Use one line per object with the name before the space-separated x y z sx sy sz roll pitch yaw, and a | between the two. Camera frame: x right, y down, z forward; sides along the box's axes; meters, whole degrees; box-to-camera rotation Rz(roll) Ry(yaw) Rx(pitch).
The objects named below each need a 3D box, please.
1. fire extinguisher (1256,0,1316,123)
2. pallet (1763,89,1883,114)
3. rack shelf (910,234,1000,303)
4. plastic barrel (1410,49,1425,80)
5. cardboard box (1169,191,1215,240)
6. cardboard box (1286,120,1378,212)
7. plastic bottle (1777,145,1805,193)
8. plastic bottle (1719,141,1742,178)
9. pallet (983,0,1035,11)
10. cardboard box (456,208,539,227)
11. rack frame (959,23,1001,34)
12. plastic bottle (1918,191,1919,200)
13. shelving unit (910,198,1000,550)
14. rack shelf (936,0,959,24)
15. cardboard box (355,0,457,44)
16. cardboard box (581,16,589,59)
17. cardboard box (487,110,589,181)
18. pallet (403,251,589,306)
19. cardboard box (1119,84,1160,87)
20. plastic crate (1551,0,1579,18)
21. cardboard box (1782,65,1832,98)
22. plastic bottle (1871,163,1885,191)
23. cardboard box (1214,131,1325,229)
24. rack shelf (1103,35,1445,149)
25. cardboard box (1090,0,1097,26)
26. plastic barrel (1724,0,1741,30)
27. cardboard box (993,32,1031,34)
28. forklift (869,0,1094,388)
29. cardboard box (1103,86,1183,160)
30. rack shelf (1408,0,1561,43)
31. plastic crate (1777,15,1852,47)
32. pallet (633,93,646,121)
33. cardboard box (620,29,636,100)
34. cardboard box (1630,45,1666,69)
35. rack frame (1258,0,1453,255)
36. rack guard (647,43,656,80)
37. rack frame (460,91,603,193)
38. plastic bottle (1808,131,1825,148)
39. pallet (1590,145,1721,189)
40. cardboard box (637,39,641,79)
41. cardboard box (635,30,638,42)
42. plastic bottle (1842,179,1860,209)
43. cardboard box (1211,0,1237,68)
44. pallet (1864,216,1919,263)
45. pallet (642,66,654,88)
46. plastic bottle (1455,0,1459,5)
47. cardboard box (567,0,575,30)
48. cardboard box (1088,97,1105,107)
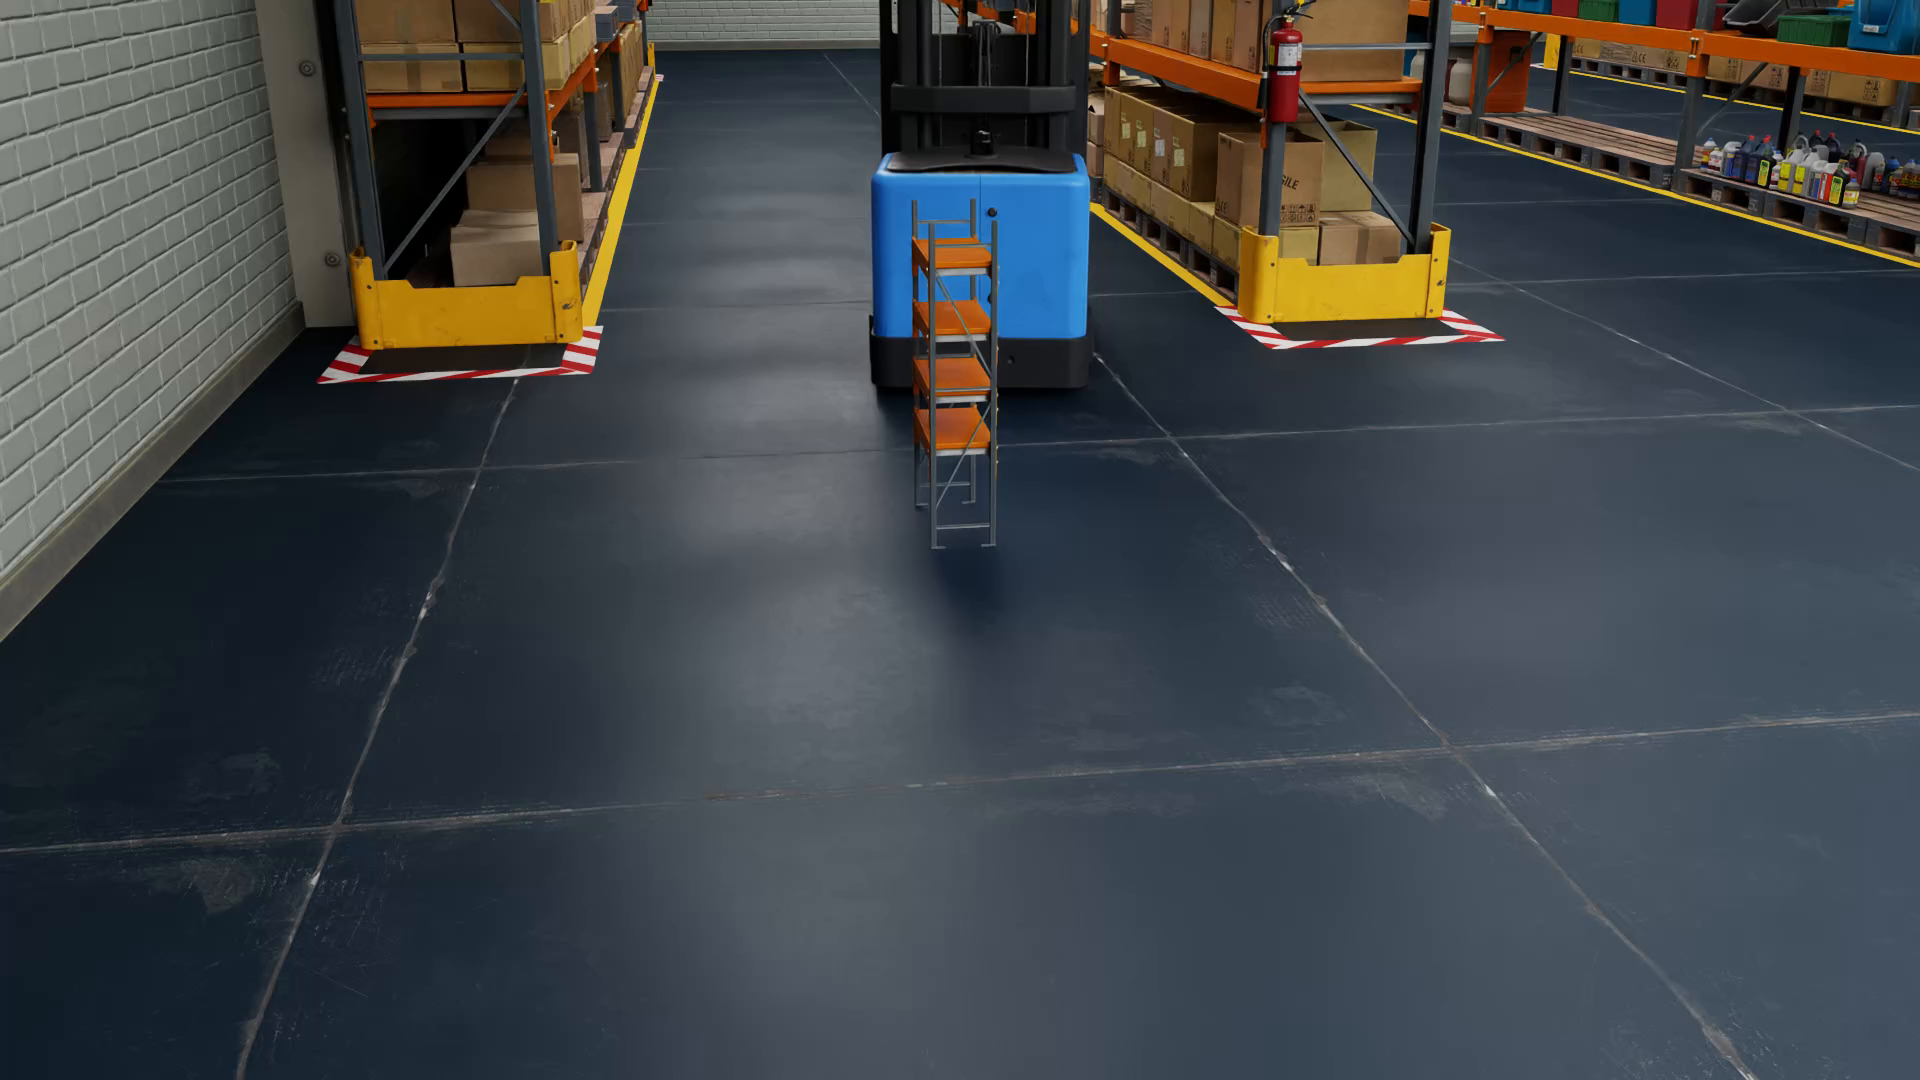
fire extinguisher | 1.784 -2.641 9.112 0.296 0.674 0.183 -3 21 -8
pallet | 10.665 -5.402 20.378 1.003 0.211 1.213 -3 21 -8
rack shelf | -0.024 -0.988 6.022 0.258 0.148 0.480 -3 21 -8
plastic barrel | 5.555 -5.542 19.723 0.421 0.512 0.421 0 20 0
cardboard box | 1.699 -2.167 11.061 0.500 0.250 0.500 -3 21 -8
cardboard box | 2.295 -2.372 10.537 0.500 0.500 0.500 -3 21 -8
plastic bottle | 6.346 -2.828 12.657 0.144 0.351 0.185 -3 21 -8
plastic bottle | 6.238 -3.063 13.393 0.152 0.276 0.135 -2 21 -6
pallet | 0.906 -5.653 17.339 1.213 0.211 1.003 -3 21 -8
cardboard box | -2.768 -1.879 10.174 0.500 0.311 0.500 -1 21 -3
rack frame | 0.497 -6.897 20.395 1.000 3.000 0.127 -3 21 -8
plastic bottle | 7.161 -2.647 12.269 0.061 0.283 0.133 -3 21 -7
shelving unit | -0.024 -0.619 6.160 0.258 1.200 0.503 -3 21 -8
rack shelf | 0.208 -7.252 22.375 1.077 0.370 4.000 -3 21 -8
cardboard box | -2.953 -2.934 8.898 0.500 0.500 0.500 -3 21 -8
cardboard box | -2.732 -3.320 11.004 0.500 0.250 0.500 -3 21 -8
cardboard box | -3.374 -3.165 13.347 0.700 0.500 0.500 -2 21 -6
pallet | -2.768 -1.494 9.914 1.003 0.211 1.213 -3 21 -8
cardboard box | 1.614 -3.986 15.130 0.500 0.311 0.500 -2 21 -6
plastic crate | 5.905 -5.215 15.802 0.402 0.464 0.583 -3 21 -8
cardboard box | 10.677 -5.761 19.789 1.225 0.875 0.875 -3 21 -8
plastic bottle | 7.068 -2.788 12.764 0.097 0.201 0.097 0 20 0
cardboard box | 1.855 -2.173 10.004 0.500 0.500 0.500 -3 21 -8
rack shelf | 1.938 -3.098 11.251 1.077 0.370 4.000 -3 21 -8
cardboard box | 1.407 -4.796 14.628 0.500 0.500 0.500 -3 21 -8
plastic barrel | 6.796 -4.759 13.955 0.600 0.901 0.708 -3 21 -8
cardboard box | 0.542 -5.584 18.751 0.500 0.250 0.500 -3 21 -9
forklift | 0.136 -2.564 8.891 1.130 2.935 3.031 1 20 2
cardboard box | 1.407 -3.211 12.783 0.500 0.500 0.500 -3 21 -8
rack shelf | 5.687 -6.116 19.332 1.077 0.370 4.000 -3 21 -8
plastic crate | 6.468 -3.792 12.385 0.450 0.188 0.662 -3 21 -8
pallet | -4.219 -5.076 19.505 1.003 0.211 1.213 -3 21 -8
cardboard box | -4.051 -5.309 18.616 0.750 0.750 0.750 -2 21 -6
cardboard box | 10.154 -7.141 23.484 0.875 0.875 0.875 -3 21 -8
rack frame | 2.226 -2.742 9.271 1.000 3.000 0.127 -3 21 -8
rack guard | -4.985 -6.868 23.890 1.175 0.500 0.348 -3 21 -8
rack frame | -3.252 -3.876 12.306 1.000 3.000 0.127 -3 21 -8
plastic bottle | 6.930 -3.132 13.473 0.144 0.351 0.185 -3 21 -9
pallet | 6.400 -3.339 14.855 1.003 0.211 1.213 -3 21 -8
cardboard box | -4.552 -6.287 21.736 0.700 0.500 0.500 -2 21 -6
cardboard box | -4.280 -6.367 21.022 0.380 0.149 0.250 -2 21 -6
plastic bottle | 6.430 -2.500 11.992 0.097 0.201 0.097 0 20 0
cardboard box | 2.025 -3.305 10.635 0.700 0.500 0.500 -3 21 -7
pallet | 6.959 -1.990 11.242 1.003 0.211 1.213 -3 21 -8
pallet | -4.789 -6.451 23.188 1.003 0.211 1.213 -3 21 -8
plastic bottle | 5.449 -5.940 18.118 0.097 0.201 0.097 0 20 0
cardboard box | -2.576 -3.313 9.912 0.500 0.500 0.500 -4 21 -10
cardboard box | 1.226 -3.604 14.106 0.500 0.311 0.500 -2 21 -6
